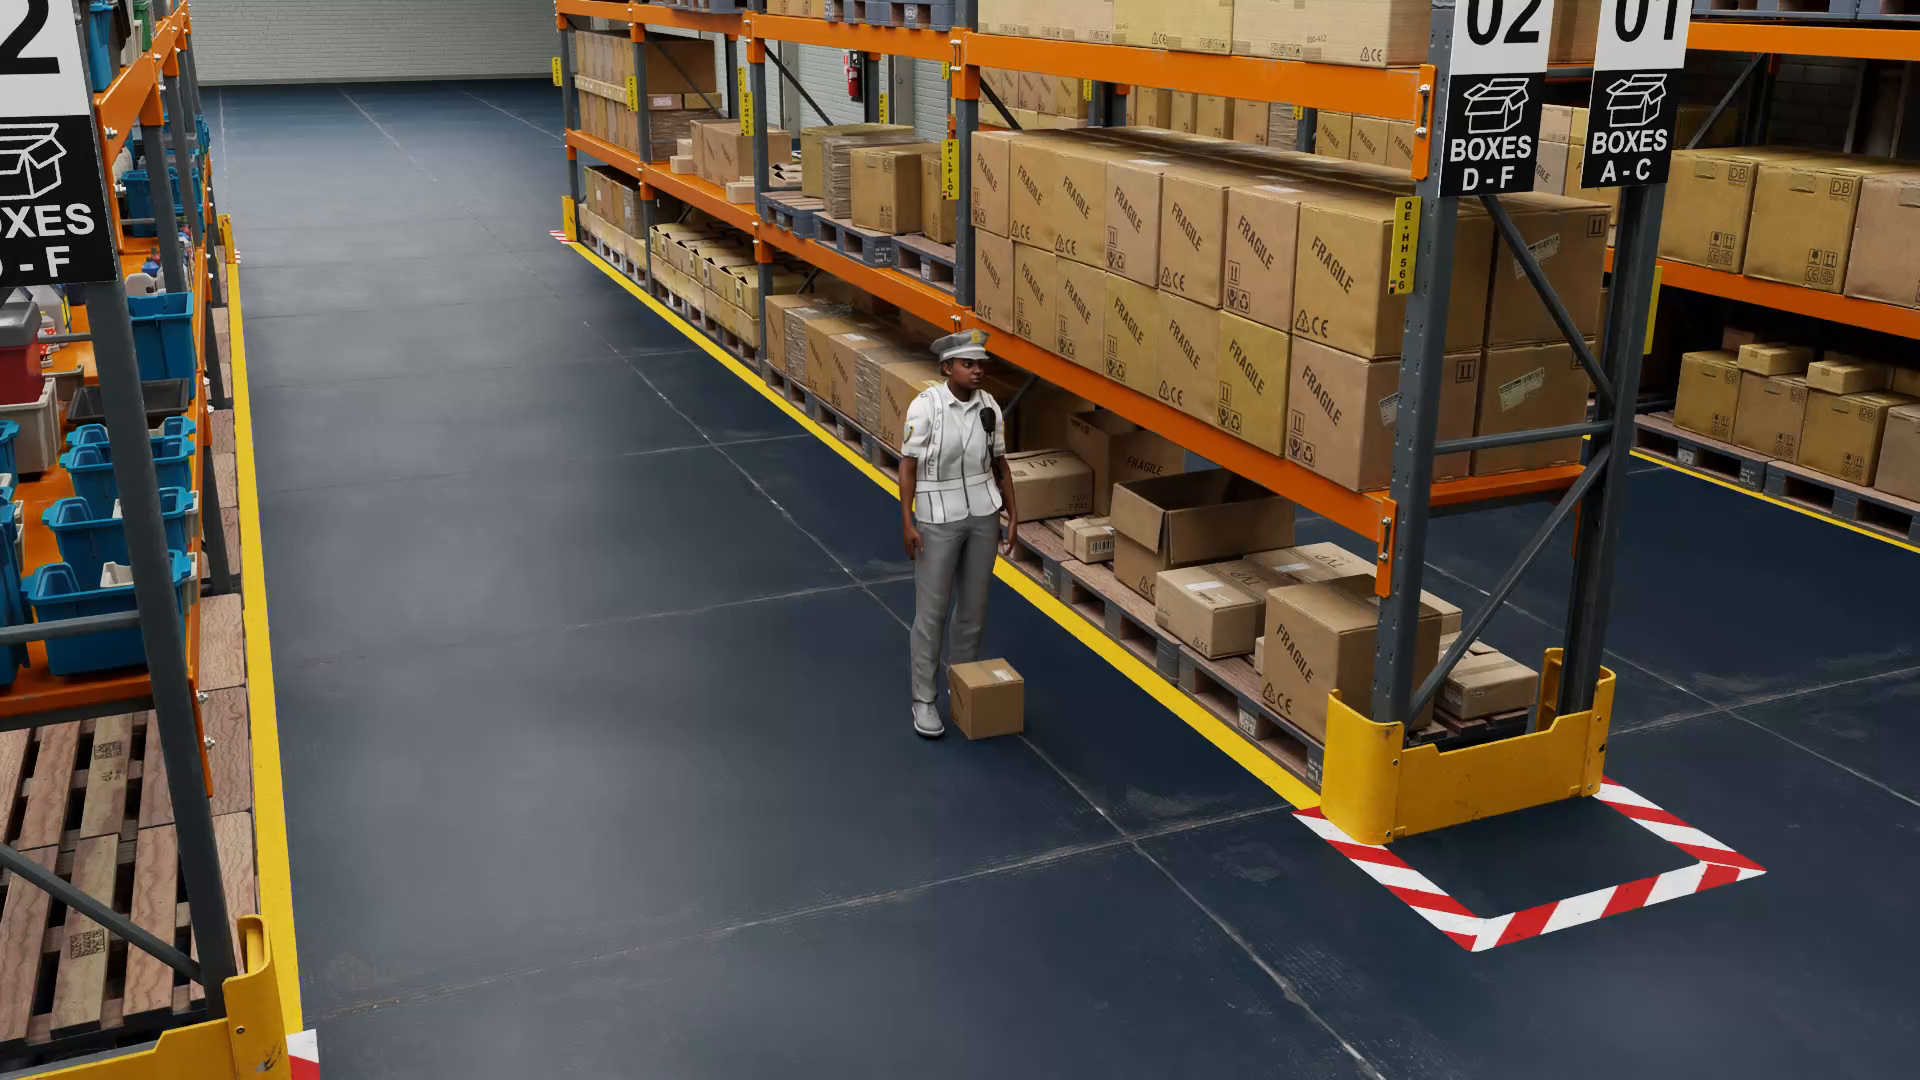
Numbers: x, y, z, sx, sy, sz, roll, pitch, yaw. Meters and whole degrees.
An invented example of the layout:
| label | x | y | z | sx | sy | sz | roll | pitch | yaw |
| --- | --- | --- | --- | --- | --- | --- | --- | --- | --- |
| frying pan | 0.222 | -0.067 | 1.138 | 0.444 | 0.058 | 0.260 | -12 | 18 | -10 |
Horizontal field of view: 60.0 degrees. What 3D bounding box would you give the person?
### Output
| label | x | y | z | sx | sy | sz | roll | pitch | yaw |
| --- | --- | --- | --- | --- | --- | --- | --- | --- | --- |
| person | 0.004 | -0.058 | 7.154 | 0.568 | 1.694 | 0.529 | -8 | 21 | -22 |
